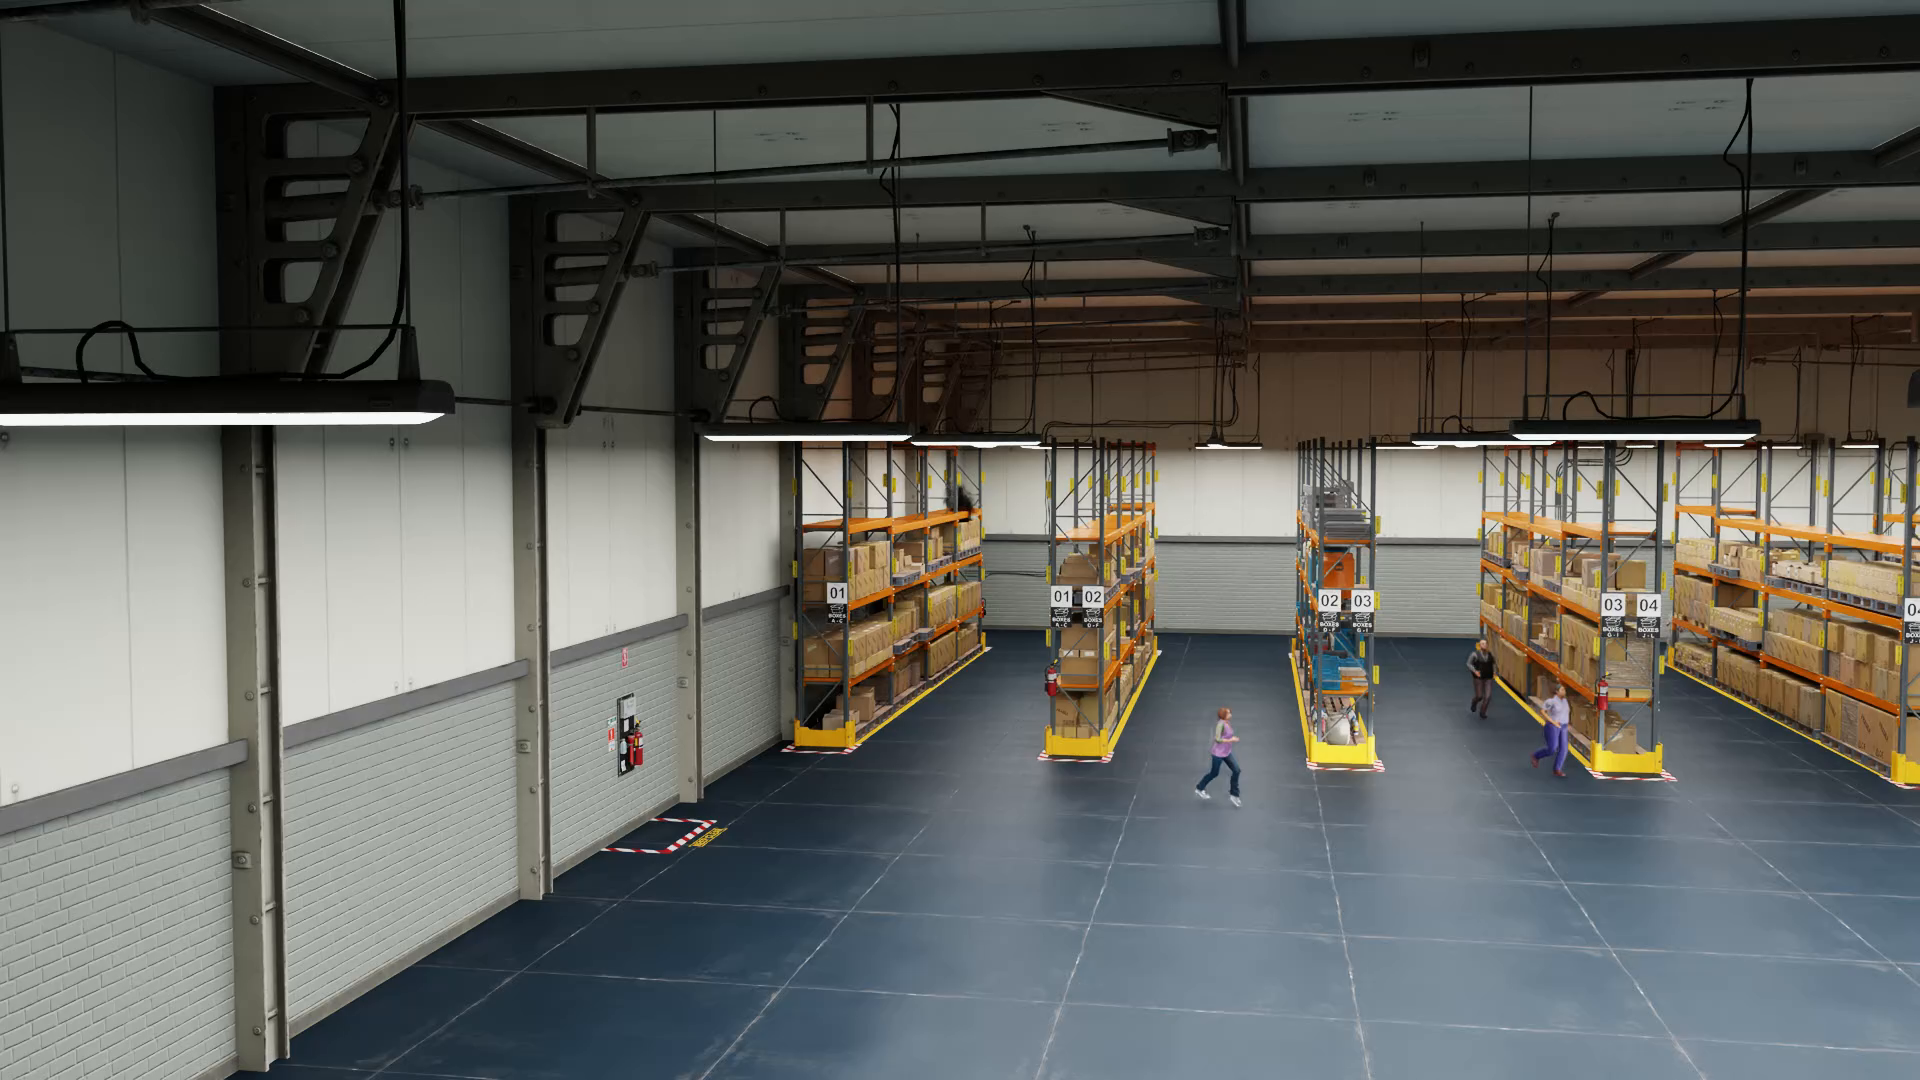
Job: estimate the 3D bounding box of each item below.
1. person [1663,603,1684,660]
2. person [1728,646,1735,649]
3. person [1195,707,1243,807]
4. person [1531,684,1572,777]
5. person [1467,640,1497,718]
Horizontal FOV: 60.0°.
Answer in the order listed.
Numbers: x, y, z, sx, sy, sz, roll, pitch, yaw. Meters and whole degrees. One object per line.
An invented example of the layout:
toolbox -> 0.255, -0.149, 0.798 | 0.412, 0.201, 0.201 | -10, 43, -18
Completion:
person -> 19.694, 2.468, 45.680 | 0.863, 1.683, 0.672 | 0, 3, -4
person -> 20.938, 2.561, 44.831 | 0.632, 1.619, 0.544 | -1, 3, -22
person -> 4.176, 3.510, 26.975 | 0.807, 1.634, 0.512 | 2, 4, 38
person -> 10.609, 3.370, 29.590 | 0.654, 1.588, 0.734 | -1, 3, -24
person -> 11.263, 3.019, 35.852 | 0.653, 1.606, 0.584 | 0, 3, -3
